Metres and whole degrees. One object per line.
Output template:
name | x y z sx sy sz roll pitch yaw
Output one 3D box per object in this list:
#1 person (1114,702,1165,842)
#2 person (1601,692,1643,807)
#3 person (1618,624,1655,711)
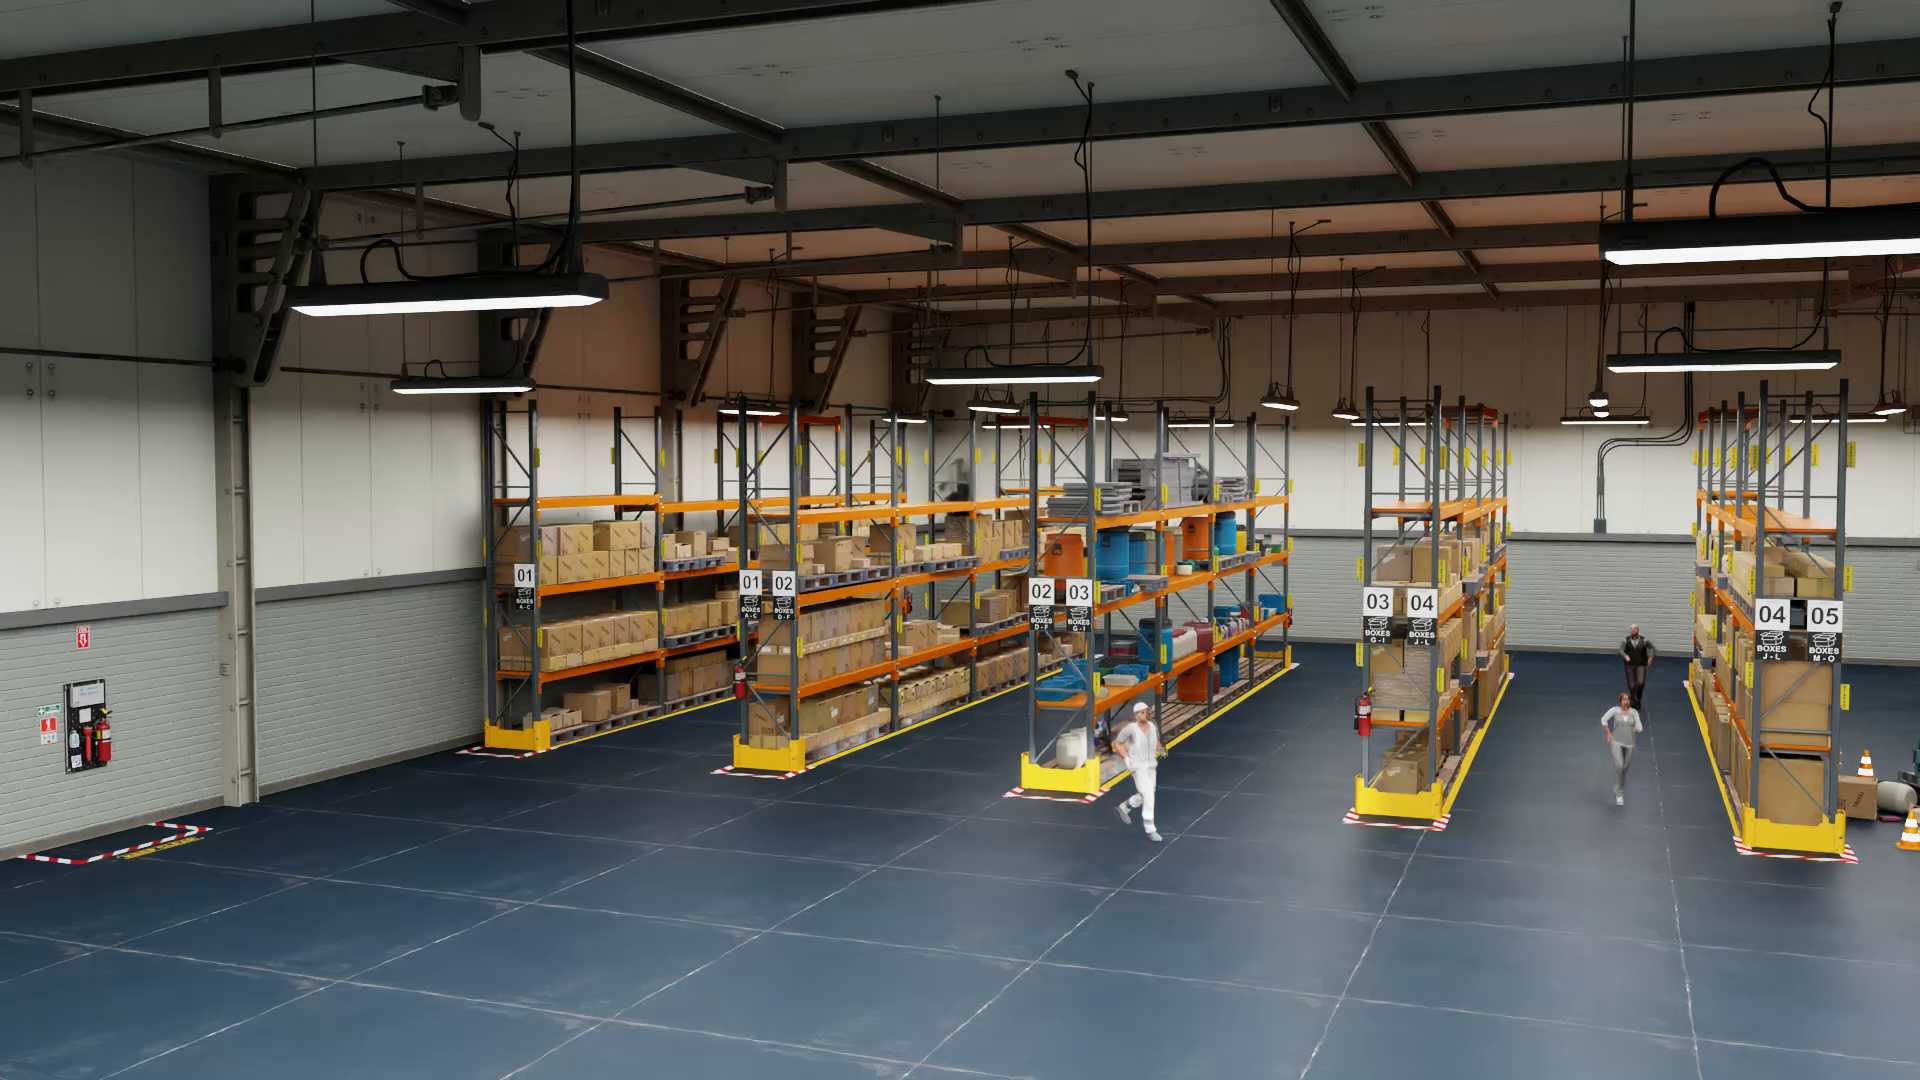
person | 2.401 3.029 22.012 0.643 1.787 0.877 -2 3 -34
person | 9.606 3.013 24.105 0.523 1.647 0.739 0 3 7
person | 13.437 2.532 33.082 0.651 1.700 0.674 1 3 27
